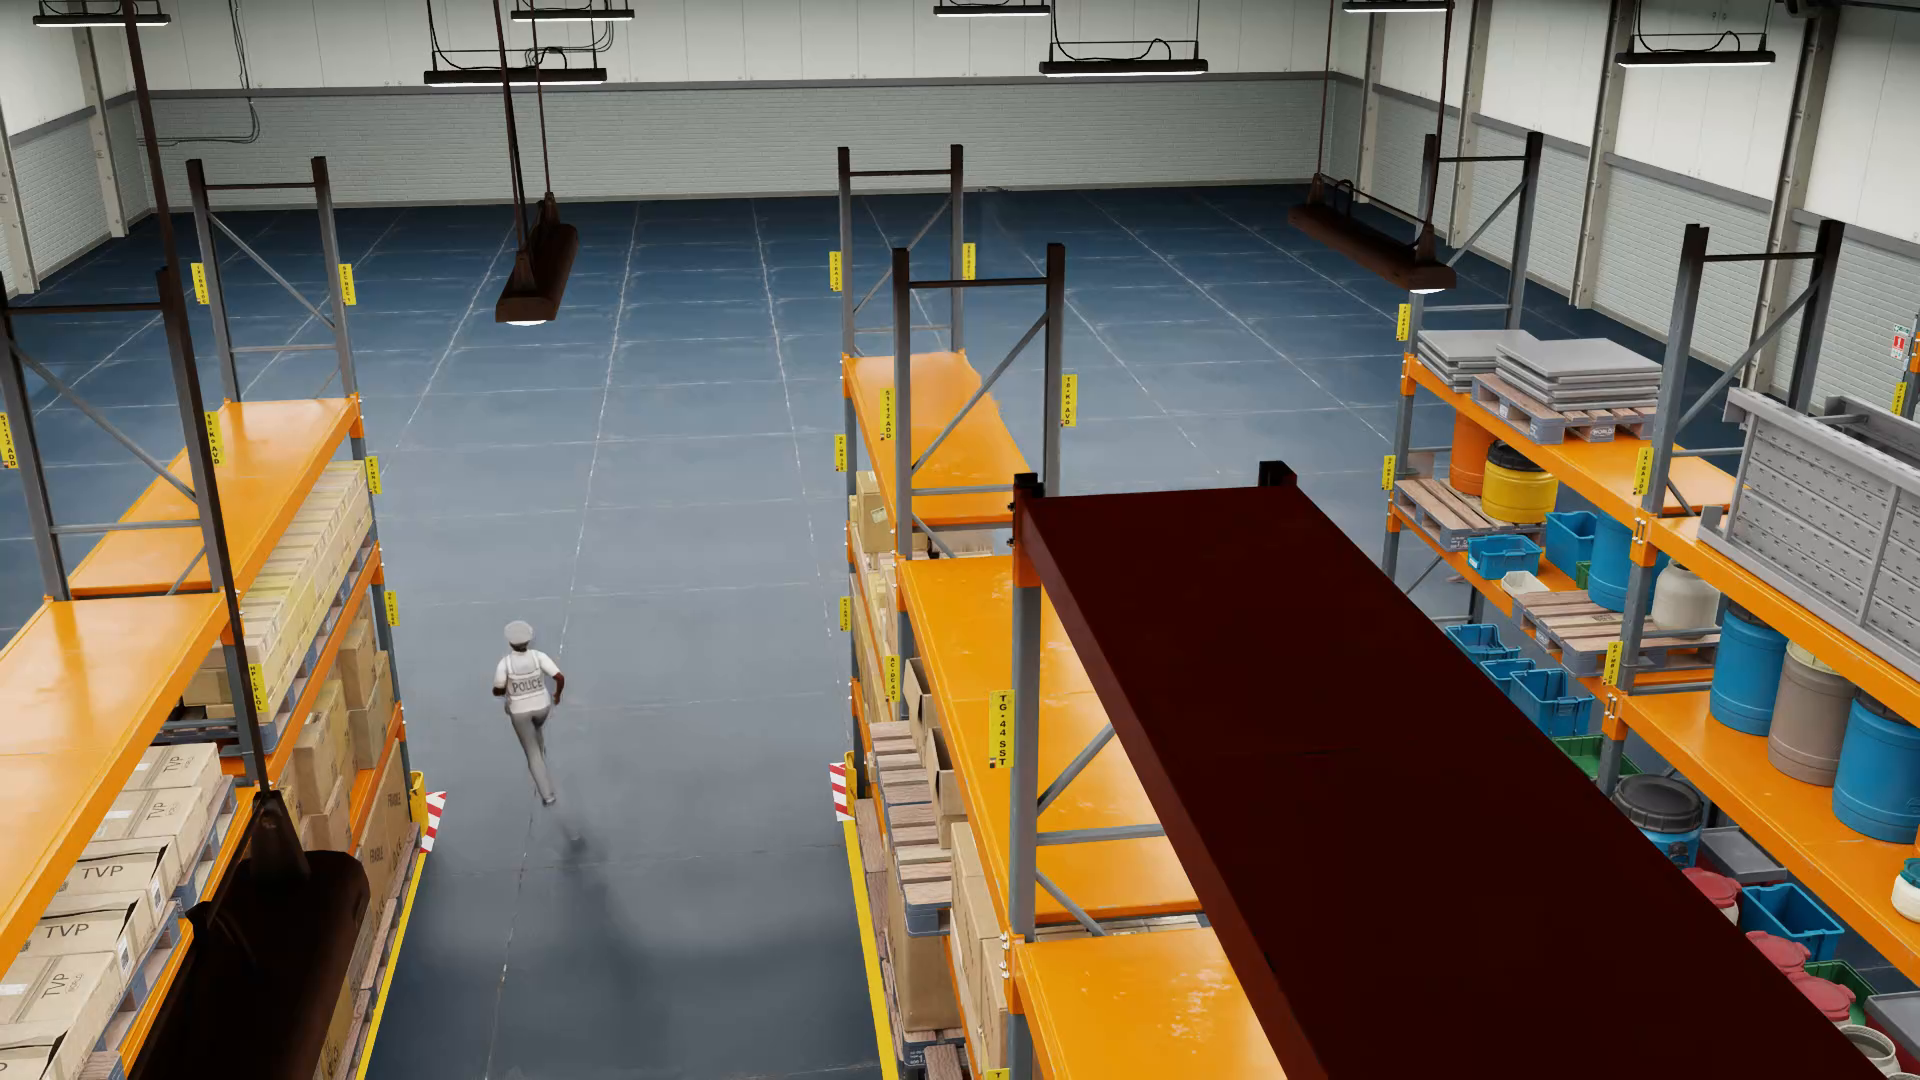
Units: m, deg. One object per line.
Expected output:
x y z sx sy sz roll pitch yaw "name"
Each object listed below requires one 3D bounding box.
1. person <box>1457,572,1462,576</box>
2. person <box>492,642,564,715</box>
6.308 0.058 20.081 0.623 0.888 0.369 7 23 18 "person"
-3.884 1.154 14.778 0.595 0.830 0.510 -14 25 -31 "person"
